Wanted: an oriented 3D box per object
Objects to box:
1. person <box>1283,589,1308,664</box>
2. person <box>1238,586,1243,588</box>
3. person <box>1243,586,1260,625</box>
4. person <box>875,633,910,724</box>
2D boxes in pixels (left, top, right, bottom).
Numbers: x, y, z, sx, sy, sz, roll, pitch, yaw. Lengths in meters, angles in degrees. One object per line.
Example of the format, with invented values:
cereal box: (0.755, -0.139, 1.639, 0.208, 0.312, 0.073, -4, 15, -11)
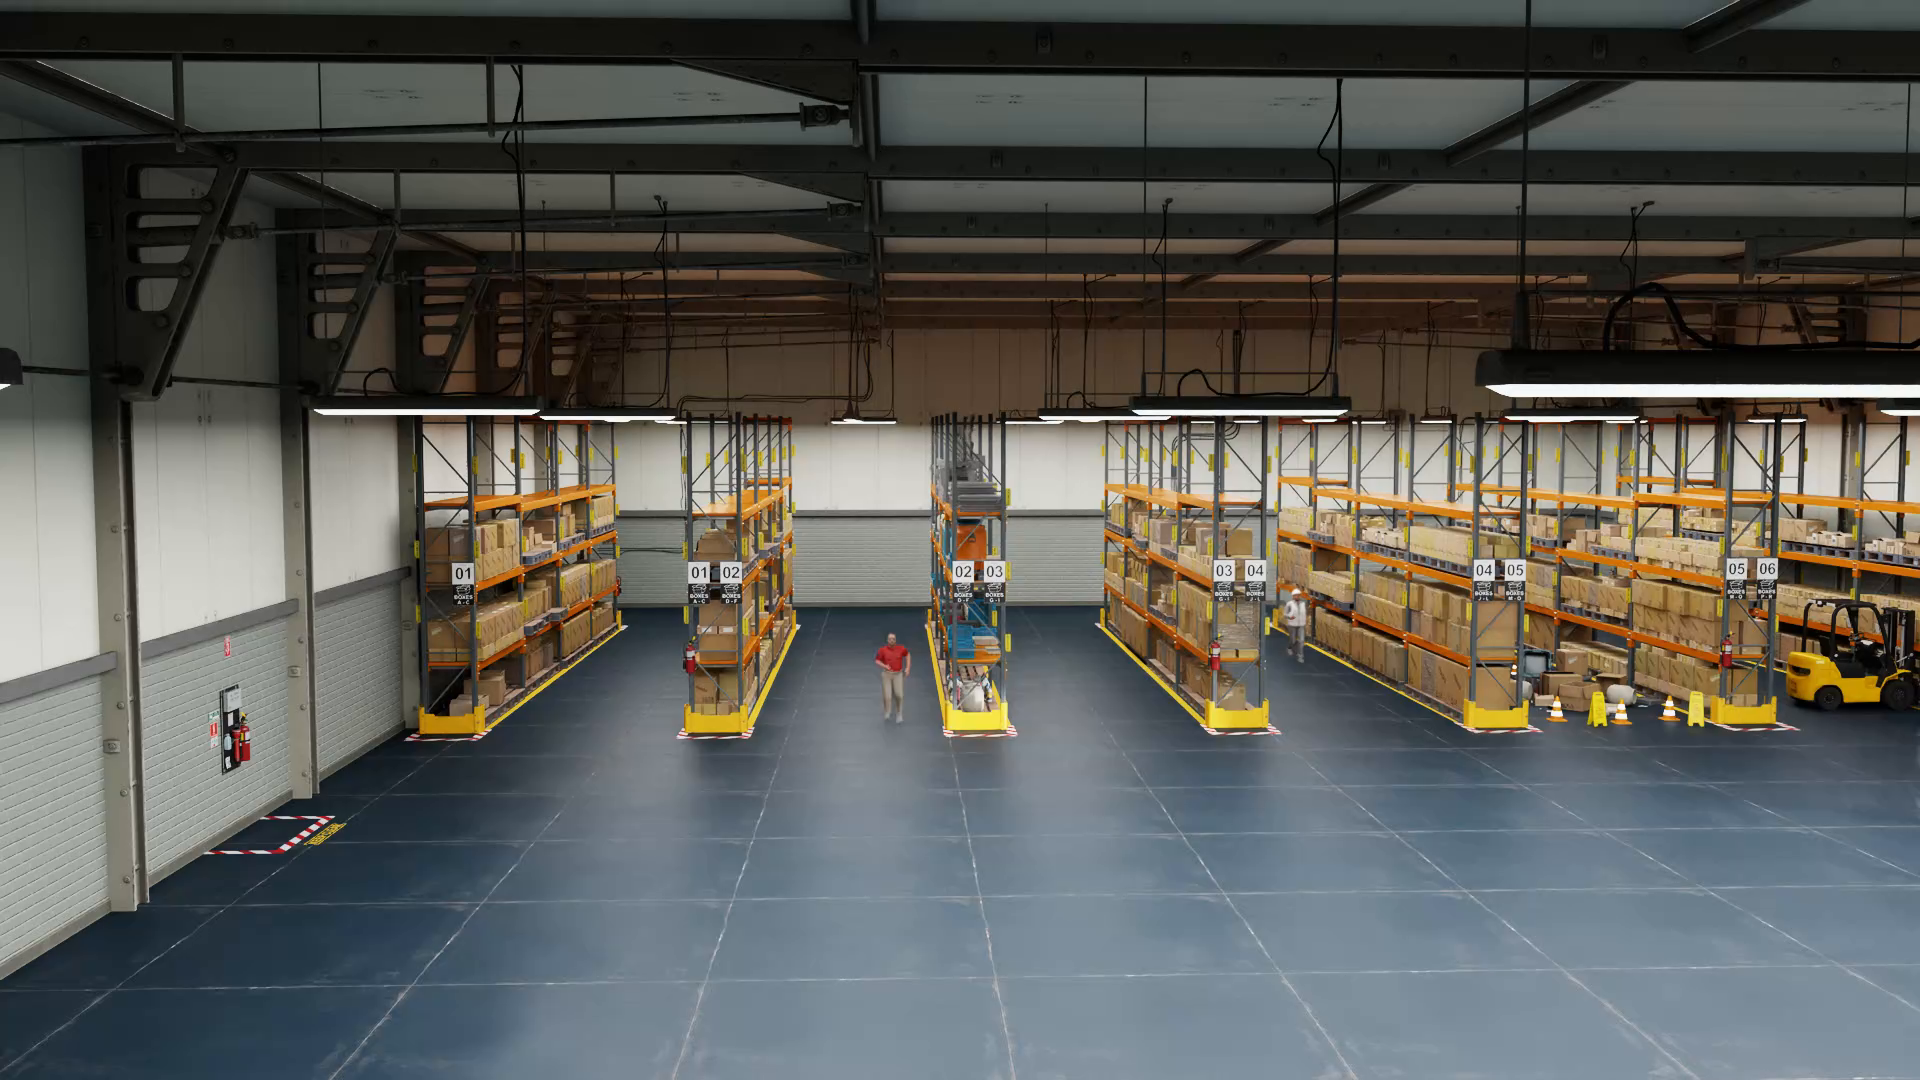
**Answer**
person: (8.197, 2.079, 40.498, 0.661, 1.769, 0.936, 0, 4, -5)
person: (7.894, 1.668, 48.281, 0.665, 1.561, 0.664, -3, 5, -35)
person: (7.978, 1.756, 45.190, 0.676, 1.827, 0.921, 0, 4, 2)
person: (-1.298, 2.690, 32.167, 0.689, 1.786, 0.743, 0, 4, -6)
